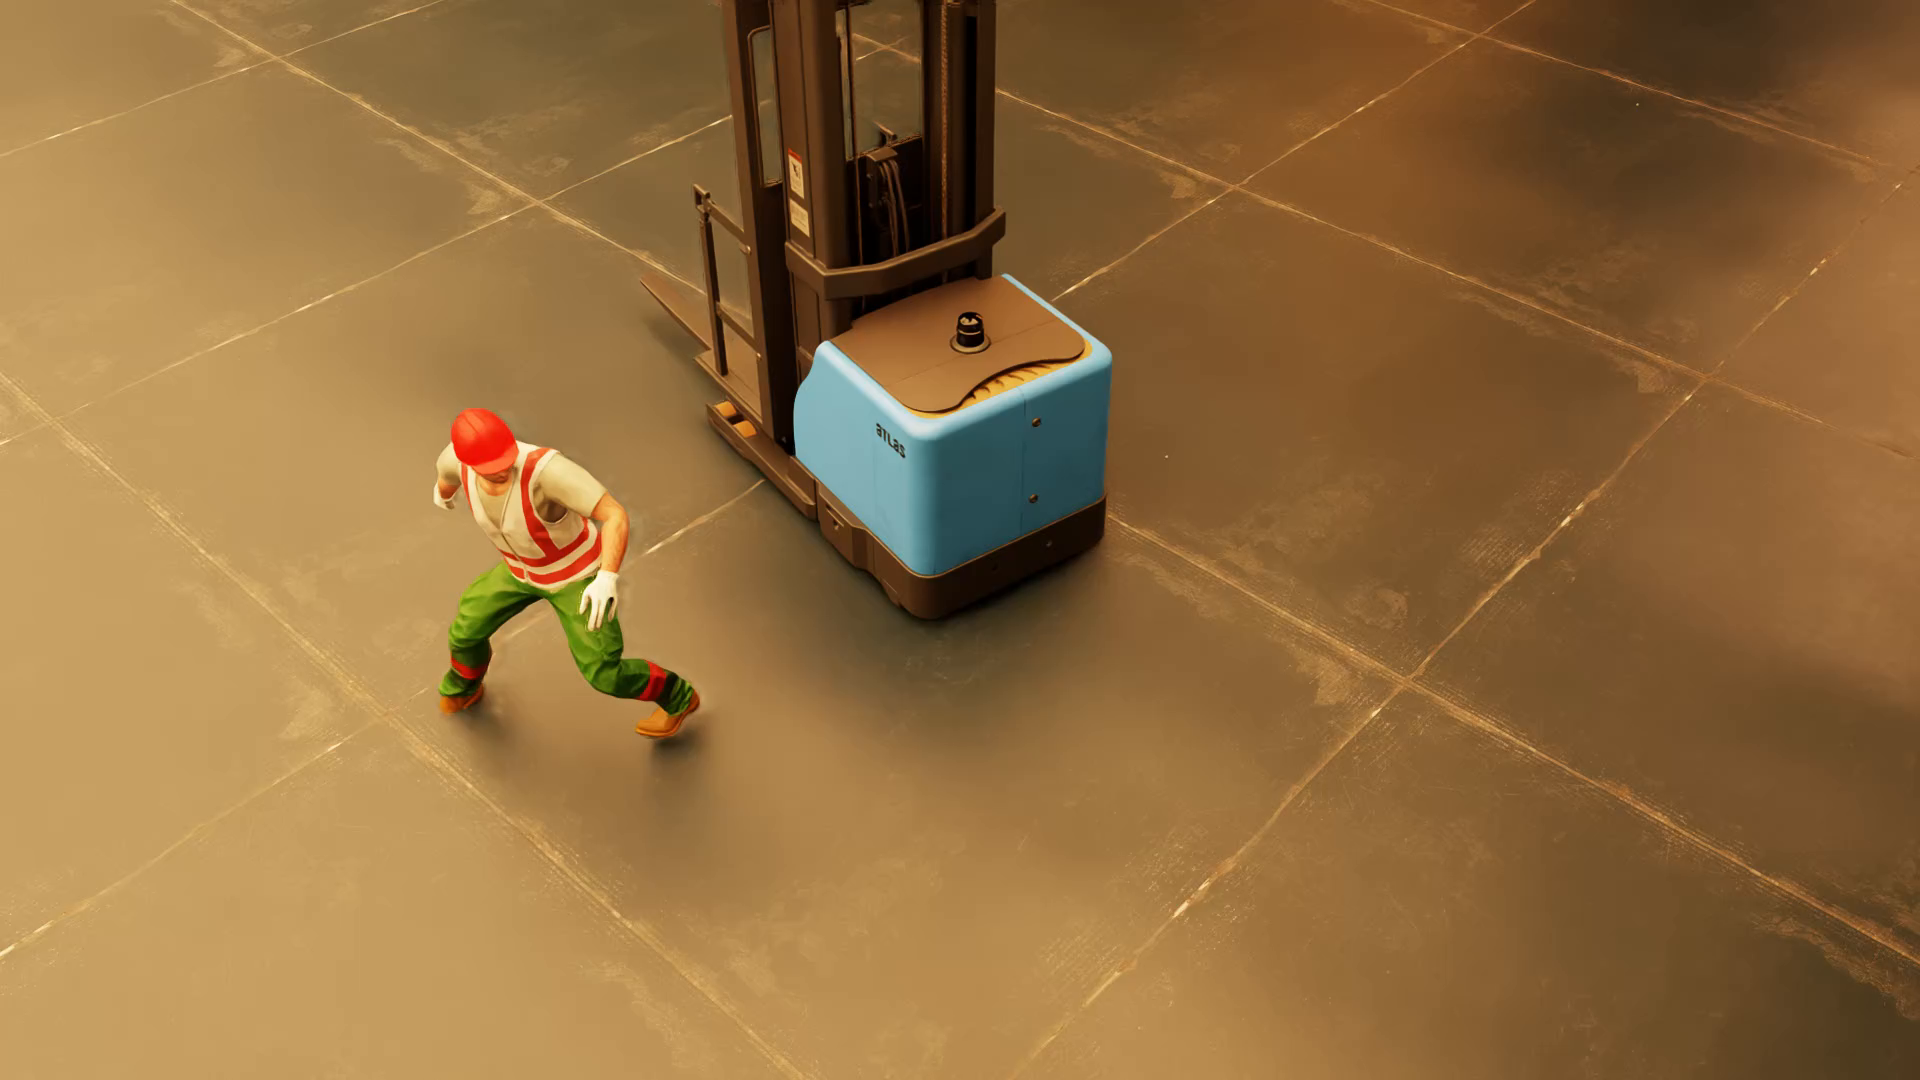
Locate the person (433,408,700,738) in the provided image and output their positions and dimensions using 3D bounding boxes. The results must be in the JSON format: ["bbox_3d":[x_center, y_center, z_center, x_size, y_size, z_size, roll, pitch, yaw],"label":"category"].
[{"bbox_3d":[-1.662,0.137,6.351,1.168,1.715,0.561,19,44,21],"label":"person"}]

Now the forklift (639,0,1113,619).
[{"bbox_3d":[-0.597,-1.693,7.401,1.130,2.935,3.031,-24,46,-26],"label":"forklift"}]
